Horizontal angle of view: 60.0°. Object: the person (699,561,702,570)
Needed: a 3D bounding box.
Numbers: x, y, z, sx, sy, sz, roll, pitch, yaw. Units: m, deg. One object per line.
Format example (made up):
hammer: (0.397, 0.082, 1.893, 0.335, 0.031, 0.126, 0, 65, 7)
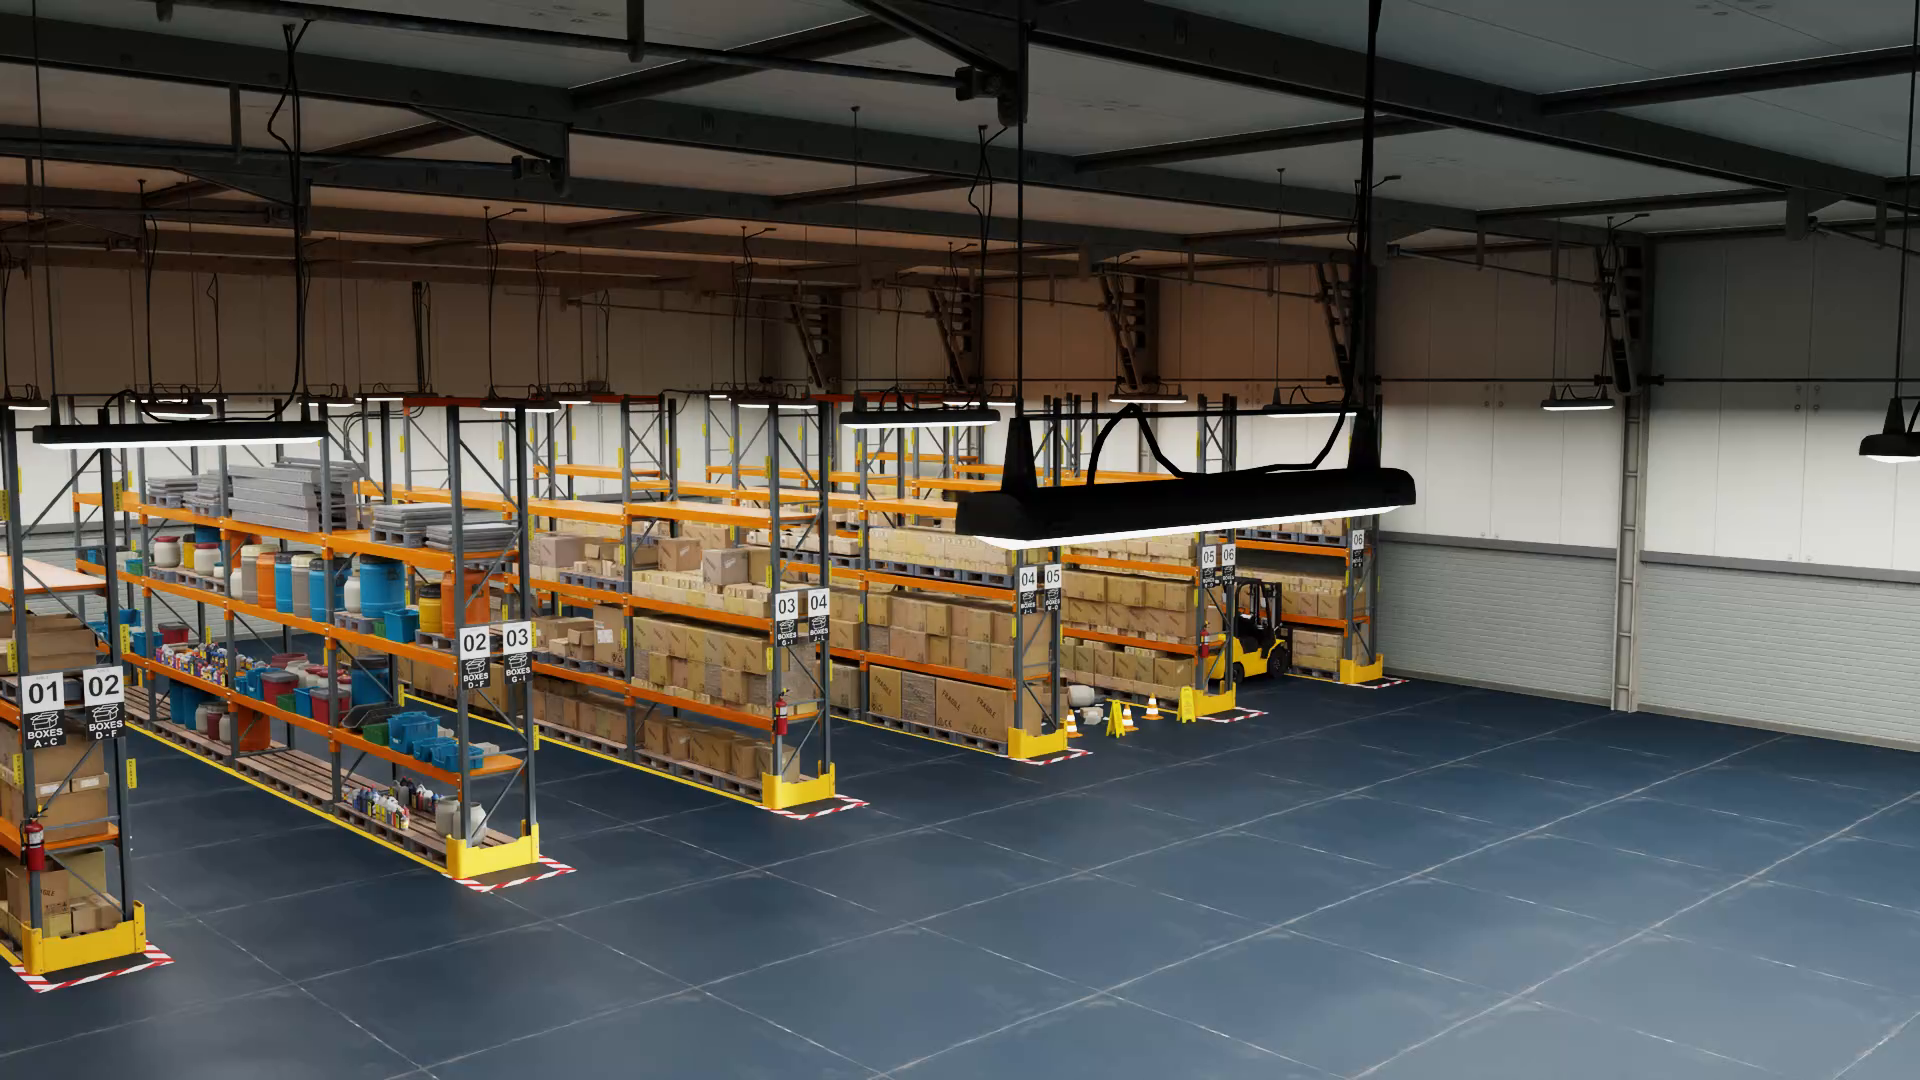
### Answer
person: (-6.982, 1.159, 44.406, 0.612, 1.730, 0.975, 0, 6, -2)
